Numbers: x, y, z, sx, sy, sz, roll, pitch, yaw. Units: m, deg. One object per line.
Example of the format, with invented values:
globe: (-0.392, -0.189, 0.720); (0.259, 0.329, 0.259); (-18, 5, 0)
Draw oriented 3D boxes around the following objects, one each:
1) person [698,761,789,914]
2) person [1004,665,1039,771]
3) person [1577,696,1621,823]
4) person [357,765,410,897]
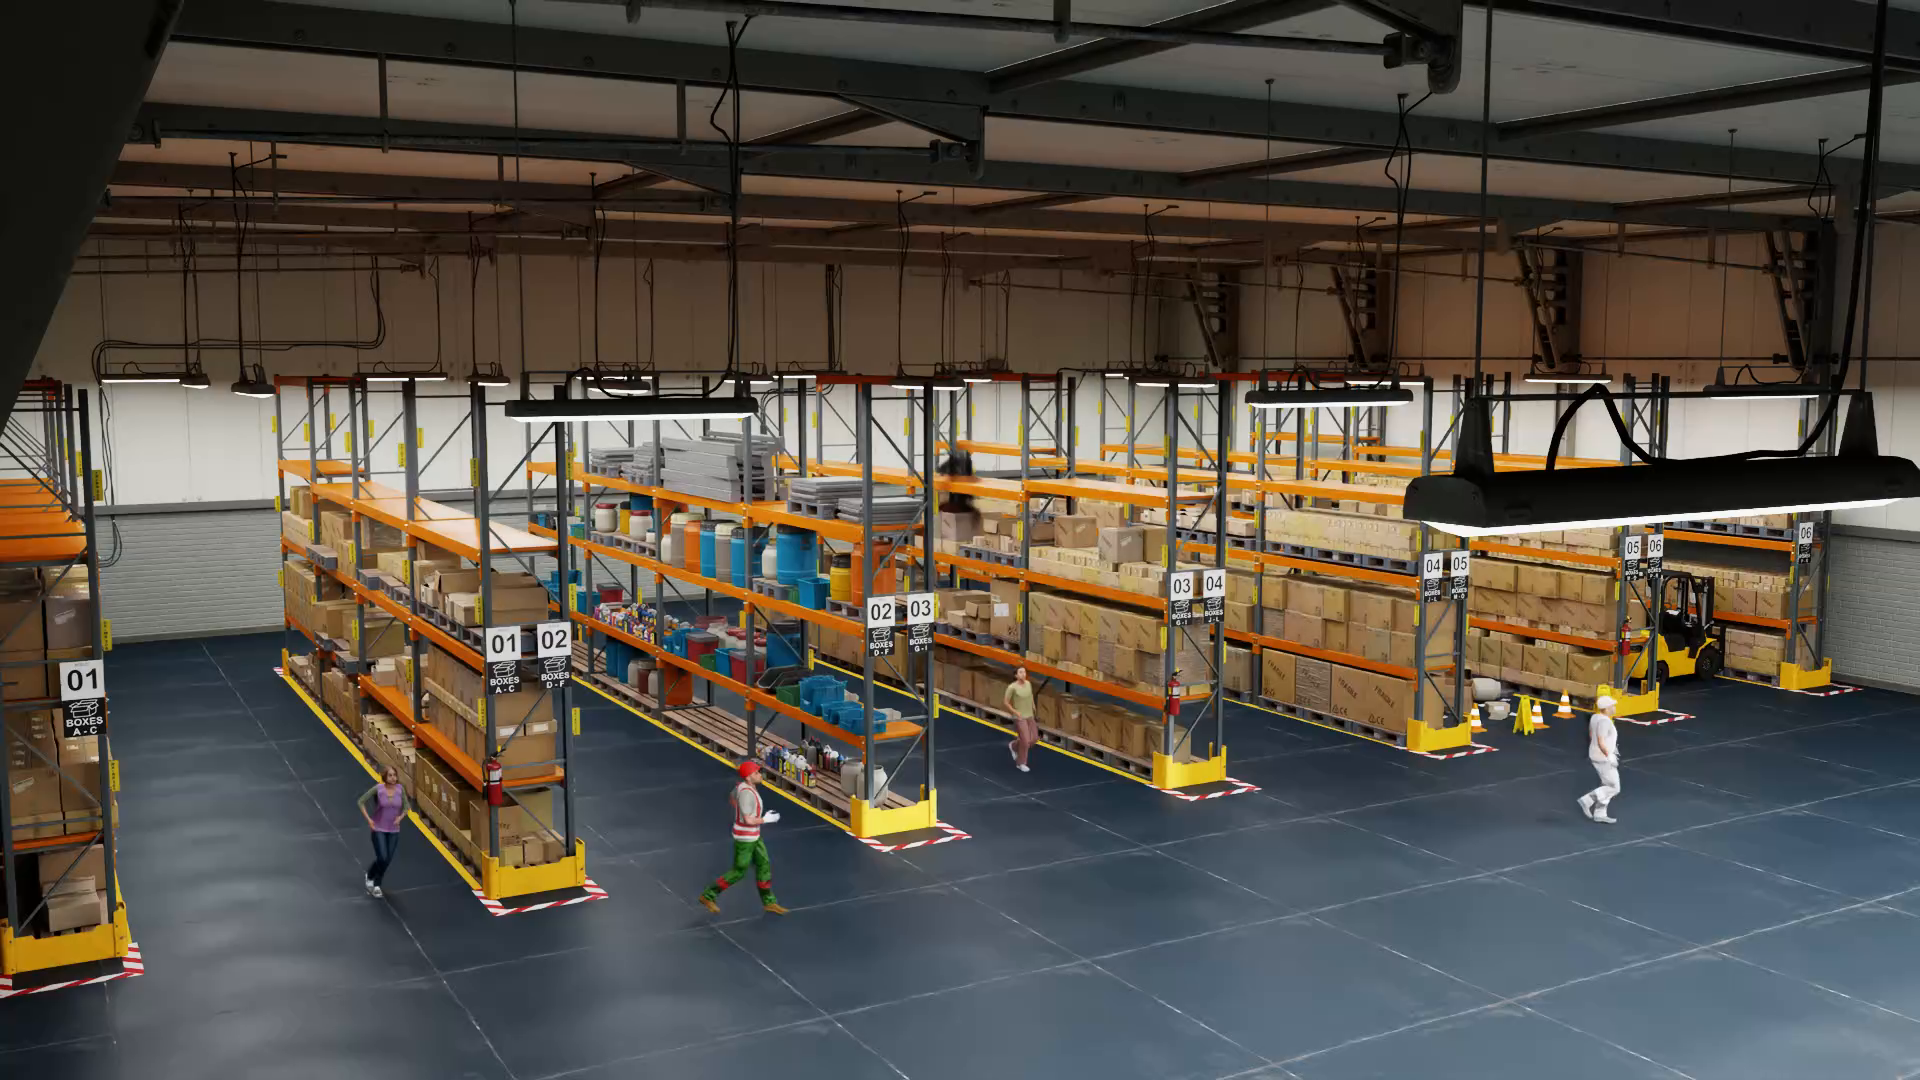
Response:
person: (-2.443, 3.382, 18.818); (0.979, 1.798, 0.671); (0, 6, -4)
person: (0.936, 2.728, 25.609); (0.580, 1.635, 0.547); (-5, 8, -37)
person: (8.722, 2.987, 22.685); (0.593, 1.756, 0.678); (1, 6, 7)
person: (-6.742, 3.432, 19.561); (0.548, 1.544, 0.546); (-5, 8, -41)
